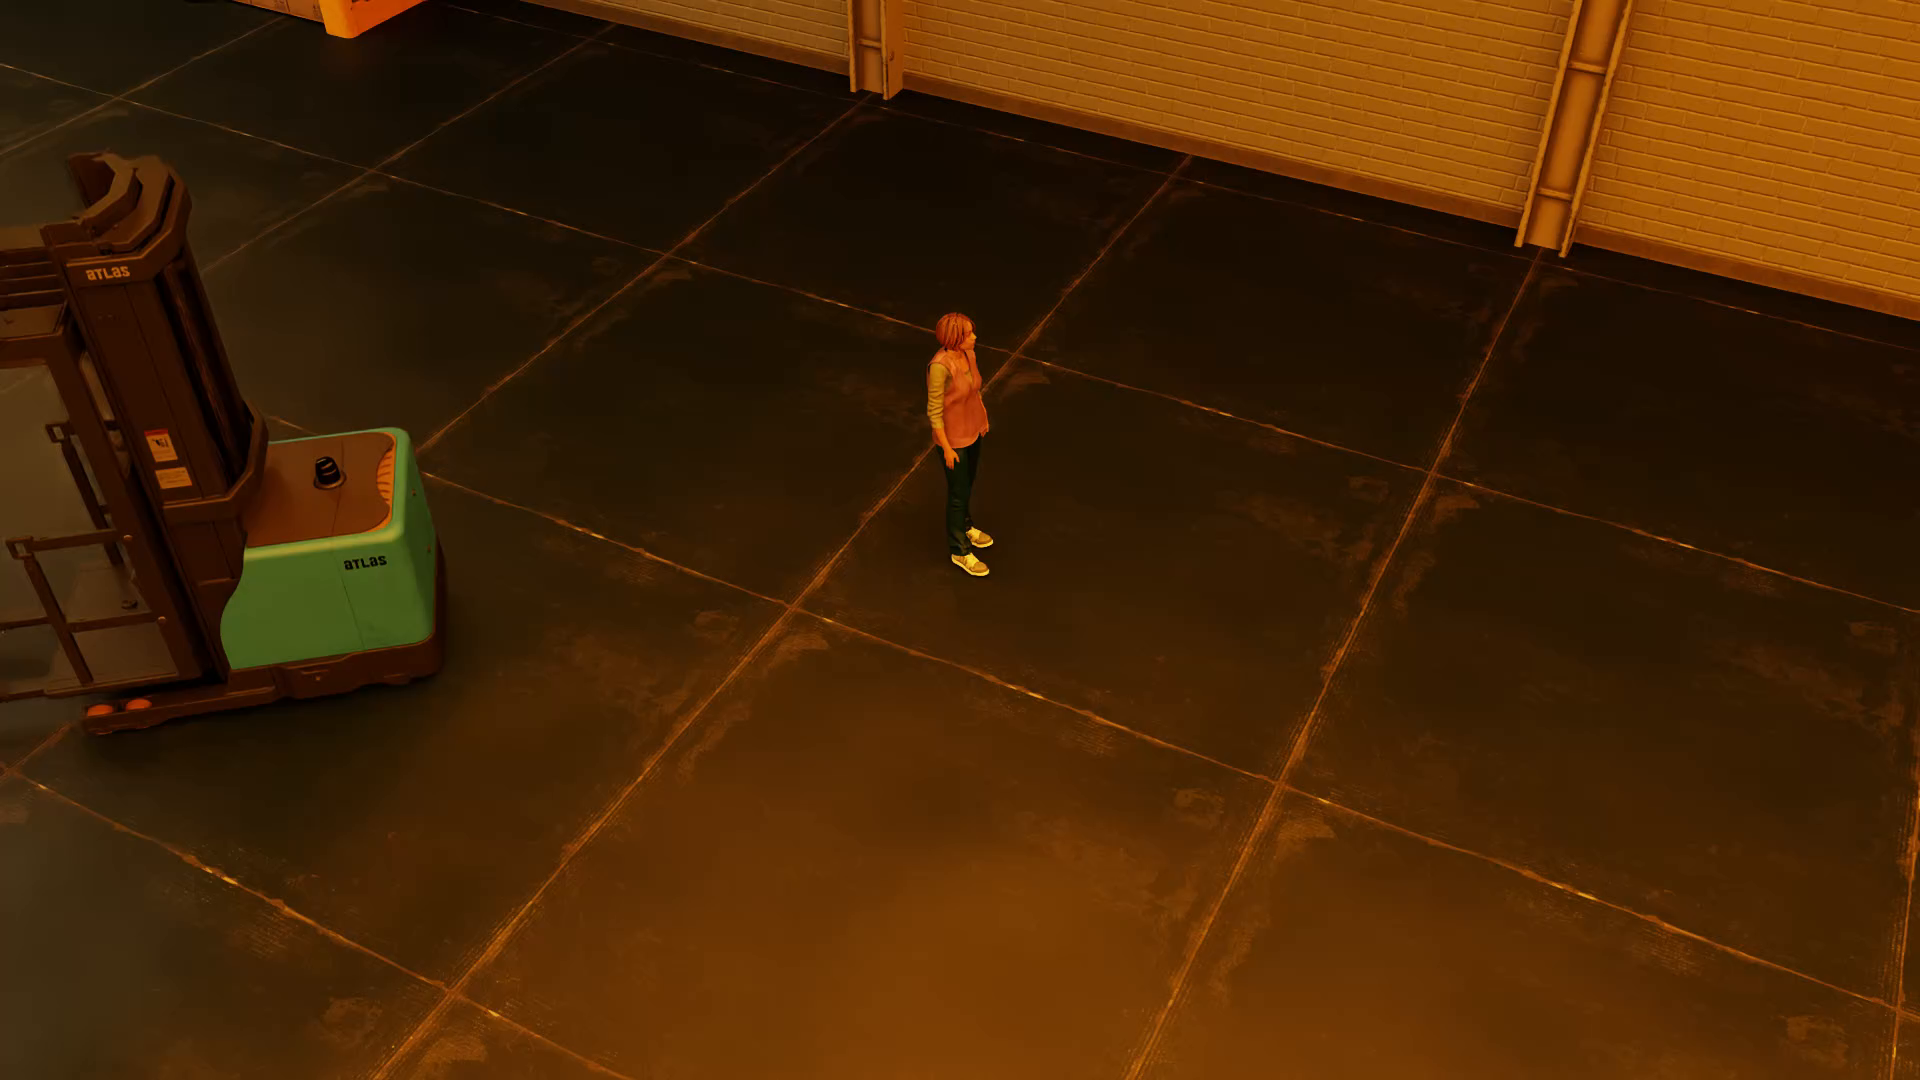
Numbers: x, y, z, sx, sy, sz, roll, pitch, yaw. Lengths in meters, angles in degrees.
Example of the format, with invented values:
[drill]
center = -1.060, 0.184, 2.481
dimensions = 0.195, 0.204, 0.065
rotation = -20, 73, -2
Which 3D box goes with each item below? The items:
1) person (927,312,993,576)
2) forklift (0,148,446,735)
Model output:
[person]
center = 0.060, -0.586, 9.706
dimensions = 0.473, 1.599, 0.520
rotation = 18, 43, 21
[forklift]
center = -4.472, -0.441, 8.510
dimensions = 3.031, 2.935, 1.130
rotation = -8, 41, -10
